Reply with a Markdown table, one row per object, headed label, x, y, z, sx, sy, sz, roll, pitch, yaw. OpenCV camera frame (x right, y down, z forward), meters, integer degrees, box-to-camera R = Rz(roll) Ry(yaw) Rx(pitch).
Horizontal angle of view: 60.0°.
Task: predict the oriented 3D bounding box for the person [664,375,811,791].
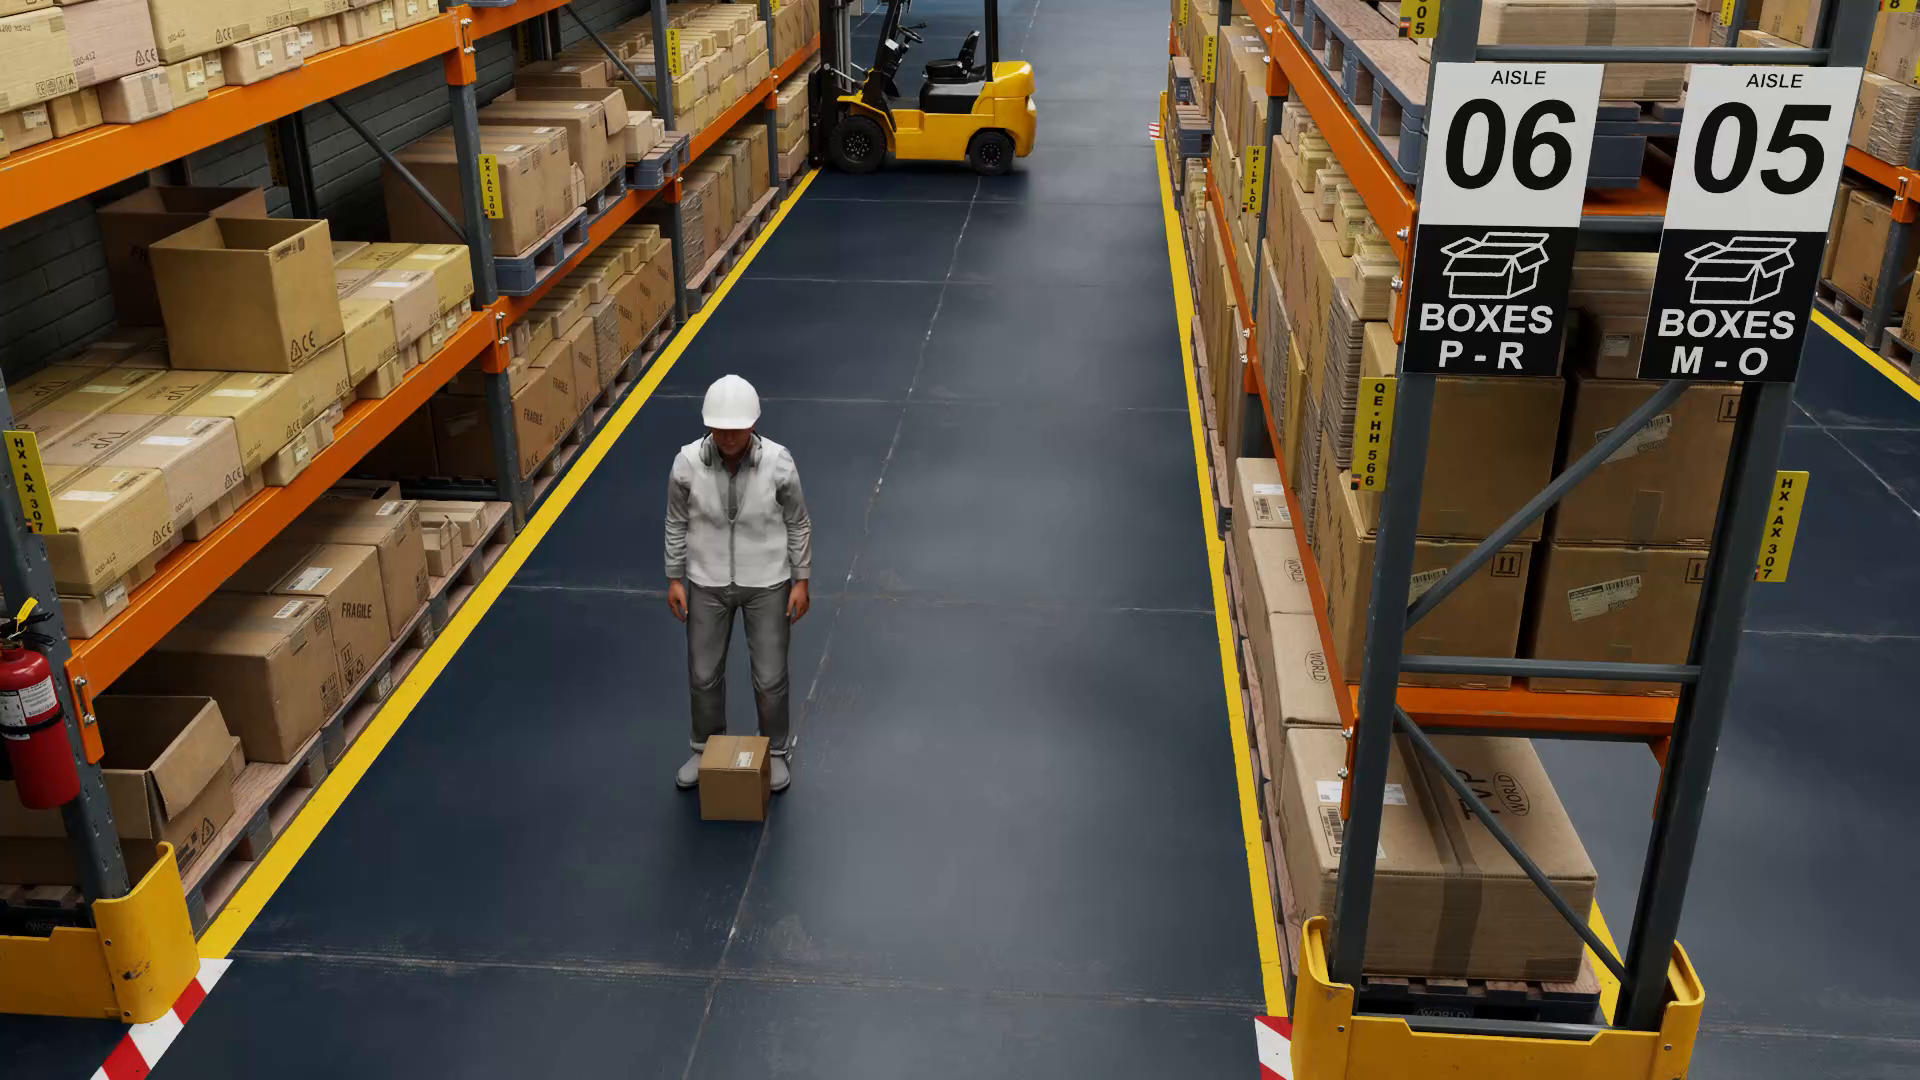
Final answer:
| label | x | y | z | sx | sy | sz | roll | pitch | yaw |
| --- | --- | --- | --- | --- | --- | --- | --- | --- | --- |
| person | -0.892 | 0.170 | 6.696 | 0.594 | 1.772 | 0.460 | 0 | 24 | 1 |
